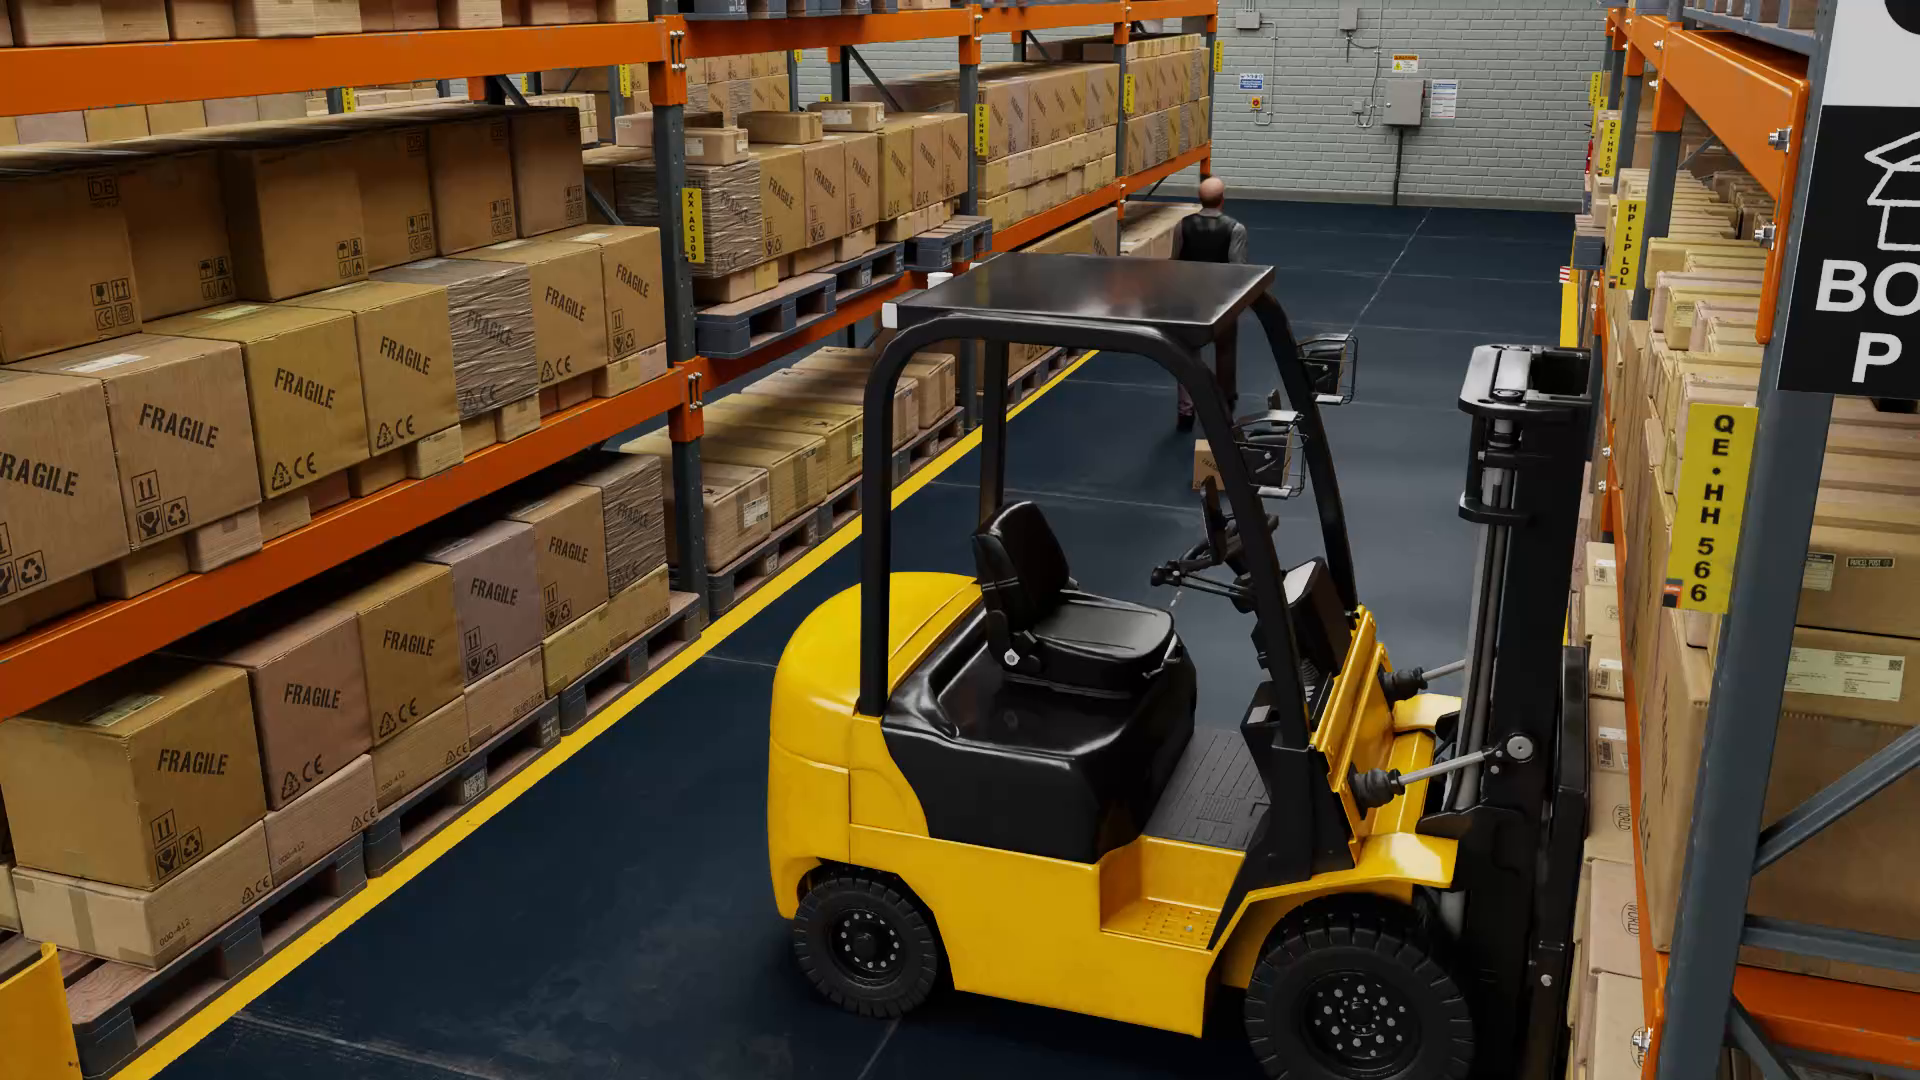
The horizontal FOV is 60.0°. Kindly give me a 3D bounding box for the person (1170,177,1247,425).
[{"bbox_3d":[1.745,-1.713,11.679,0.543,1.665,0.993,5,19,15],"label":"person"}]
